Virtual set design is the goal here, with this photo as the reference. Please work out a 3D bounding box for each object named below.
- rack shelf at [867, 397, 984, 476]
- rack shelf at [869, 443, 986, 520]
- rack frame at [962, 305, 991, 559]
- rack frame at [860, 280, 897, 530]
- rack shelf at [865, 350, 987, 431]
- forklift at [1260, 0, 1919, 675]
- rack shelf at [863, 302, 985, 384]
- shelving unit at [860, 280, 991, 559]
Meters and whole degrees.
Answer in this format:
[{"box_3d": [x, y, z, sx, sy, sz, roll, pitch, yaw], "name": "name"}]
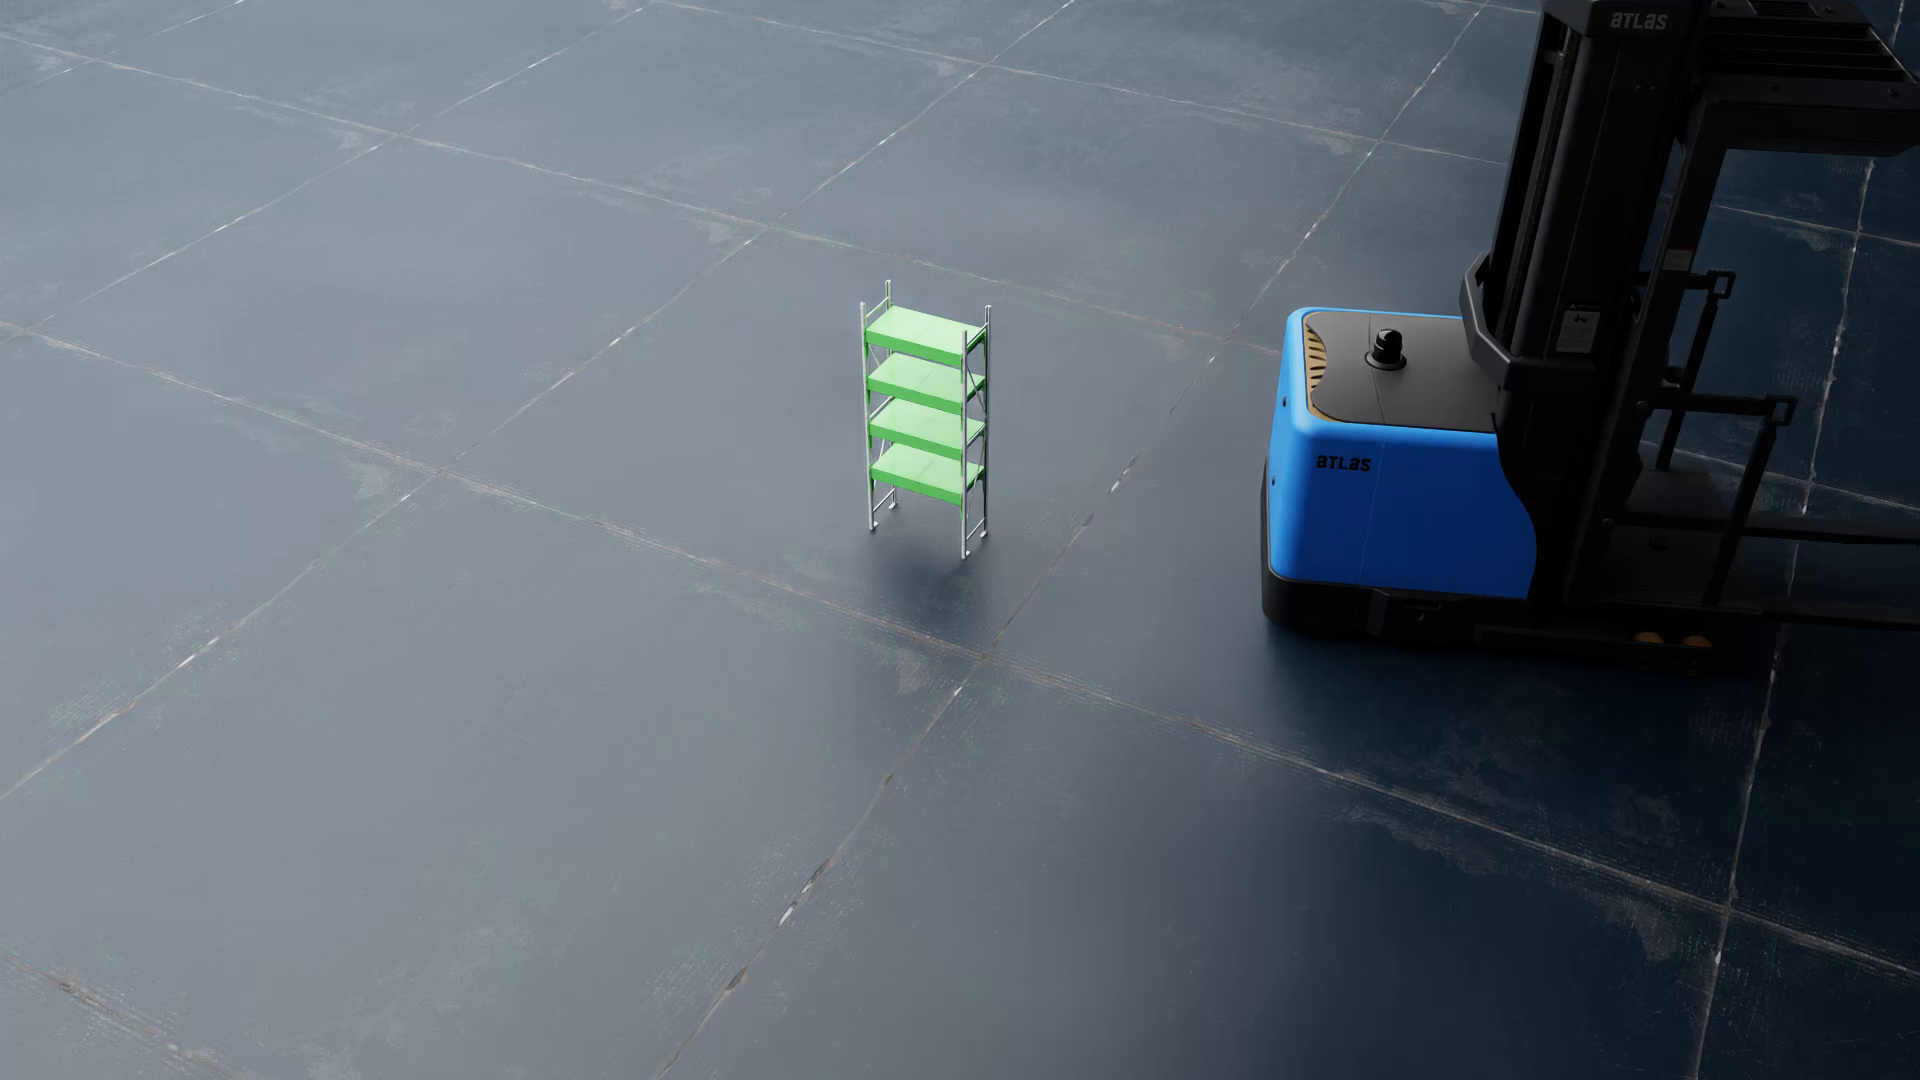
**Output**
[{"box_3d": [-0.147, -0.473, 7.487, 0.480, 0.148, 0.258, 17, 41, 21], "name": "rack shelf"}, {"box_3d": [-0.147, -0.282, 7.632, 0.480, 0.148, 0.258, 17, 41, 21], "name": "rack shelf"}, {"box_3d": [0.070, -0.456, 7.358, 0.015, 1.200, 0.240, 17, 41, 21], "name": "rack frame"}, {"box_3d": [-0.364, -0.592, 7.537, 0.015, 1.200, 0.240, 17, 41, 21], "name": "rack frame"}, {"box_3d": [-0.147, -0.664, 7.341, 0.480, 0.148, 0.258, 17, 41, 21], "name": "rack shelf"}, {"box_3d": [2.873, -0.943, 6.568, 3.031, 2.935, 1.130, 5, 37, 6], "name": "forklift"}, {"box_3d": [-0.147, -0.855, 7.196, 0.480, 0.148, 0.258, 17, 41, 21], "name": "rack shelf"}, {"box_3d": [-0.147, -0.524, 7.448, 0.503, 1.200, 0.258, 17, 41, 21], "name": "shelving unit"}]
